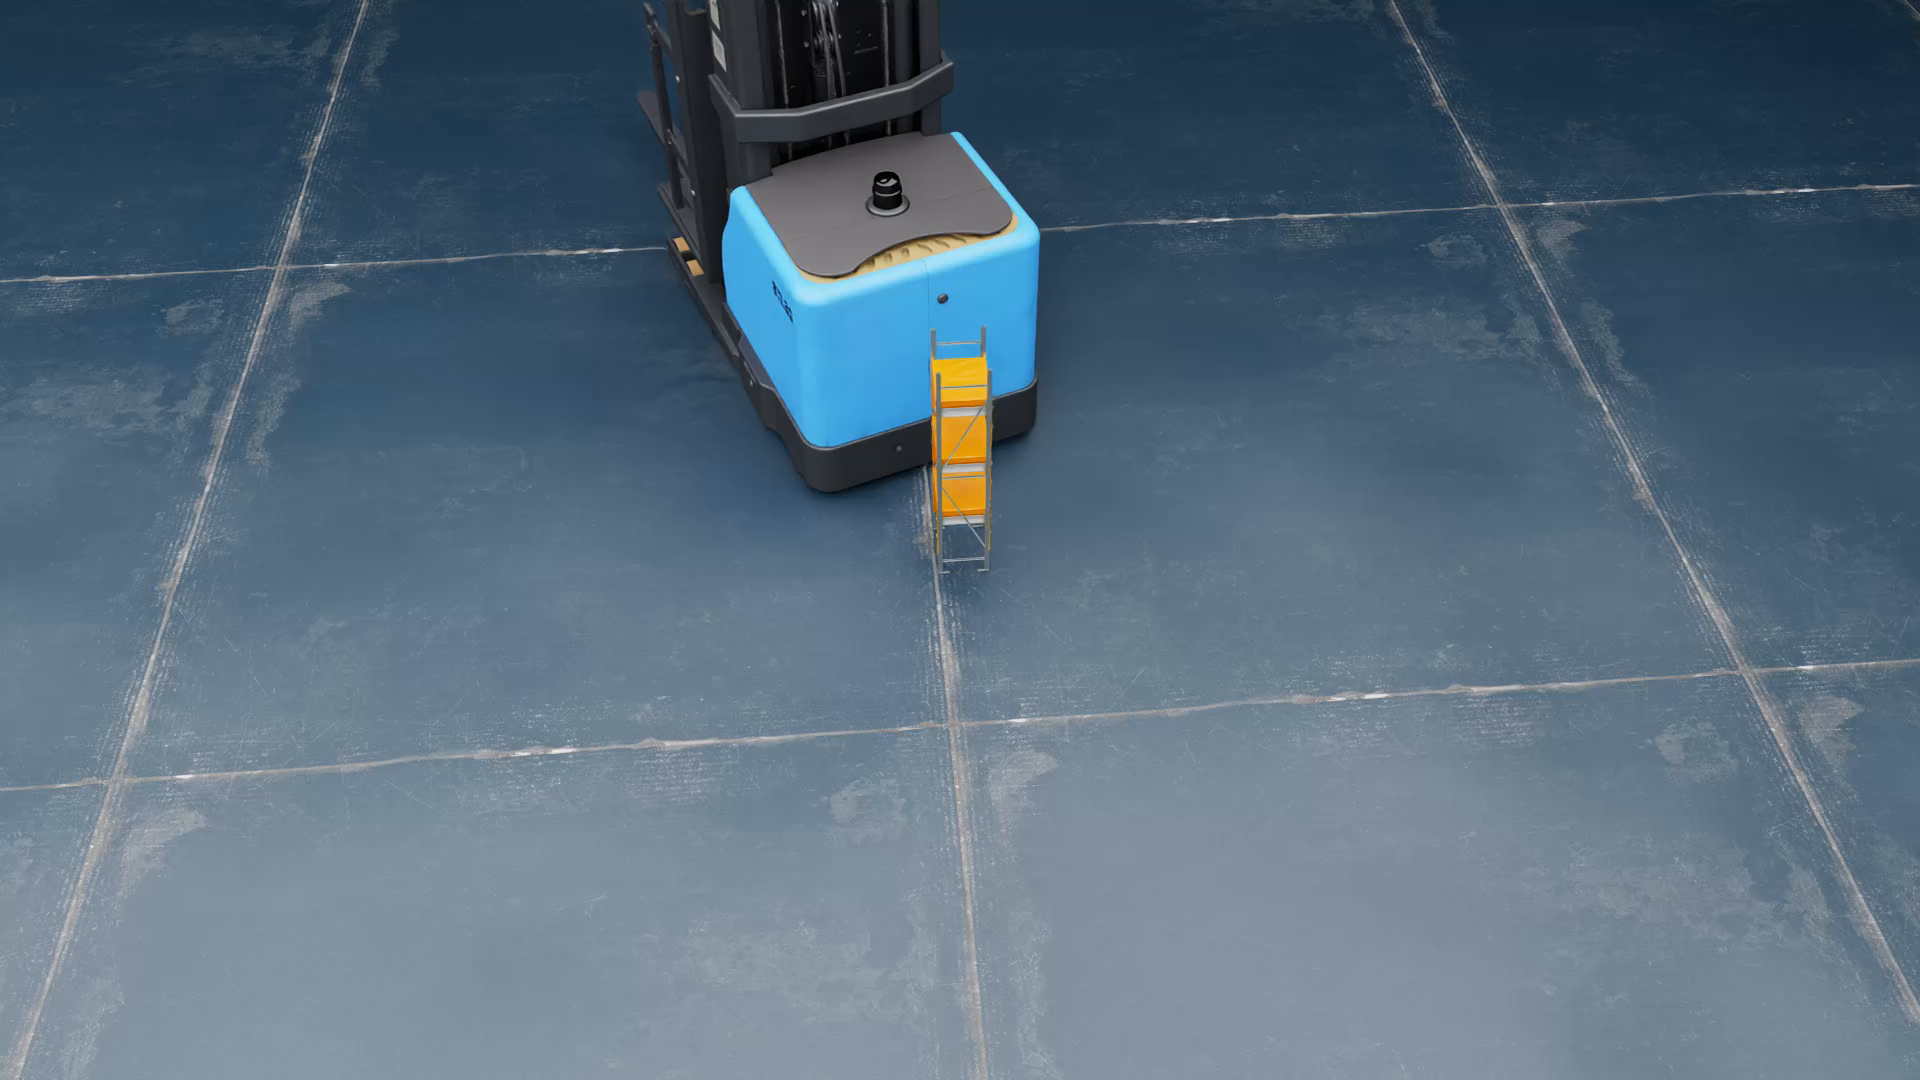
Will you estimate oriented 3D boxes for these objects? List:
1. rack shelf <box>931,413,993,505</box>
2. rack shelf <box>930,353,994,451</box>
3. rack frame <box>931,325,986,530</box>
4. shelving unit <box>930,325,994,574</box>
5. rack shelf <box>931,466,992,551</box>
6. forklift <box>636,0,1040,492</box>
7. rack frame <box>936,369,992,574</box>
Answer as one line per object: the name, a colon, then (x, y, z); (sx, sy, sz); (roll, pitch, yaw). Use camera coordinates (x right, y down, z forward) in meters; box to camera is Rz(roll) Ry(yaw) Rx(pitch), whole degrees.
rack shelf: (0.004, -0.315, 6.340); (0.215, 0.259, 0.240); (-3, 47, -3)
rack shelf: (0.004, -0.510, 6.134); (0.215, 0.259, 0.240); (-3, 47, -3)
rack frame: (-0.006, -0.411, 6.416); (0.200, 1.050, 0.008); (-3, 47, -3)
shelving unit: (0.004, -0.322, 6.332); (0.215, 1.050, 0.252); (-3, 47, -3)
rack shelf: (0.004, -0.124, 6.542); (0.215, 0.259, 0.240); (-3, 47, -3)
forklift: (-0.746, -2.288, 6.898); (1.130, 2.935, 3.031); (-18, 49, -17)
rack frame: (0.015, -0.234, 6.249); (0.200, 1.050, 0.008); (-3, 47, -3)
